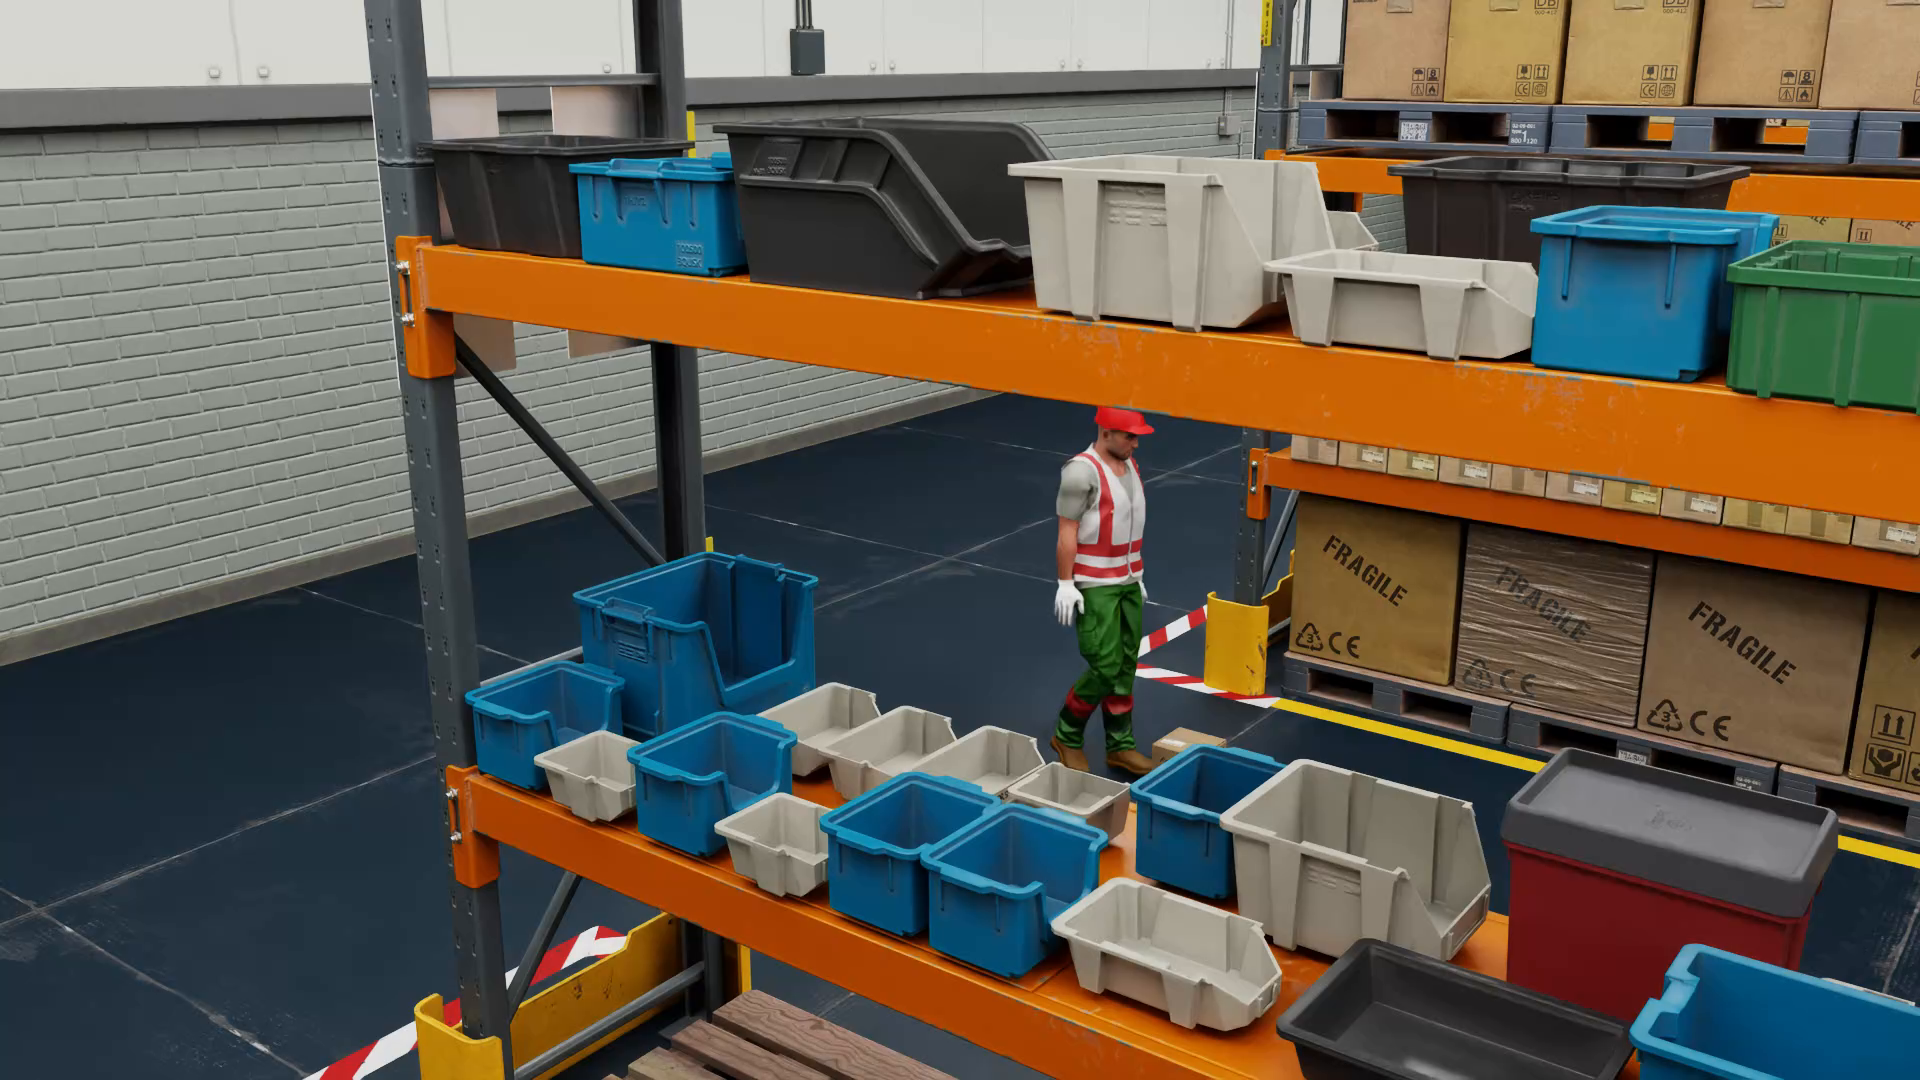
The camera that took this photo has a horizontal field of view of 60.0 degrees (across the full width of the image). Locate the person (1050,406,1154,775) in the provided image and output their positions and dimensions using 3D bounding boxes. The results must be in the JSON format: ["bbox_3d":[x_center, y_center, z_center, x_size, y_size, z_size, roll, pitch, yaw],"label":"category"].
[{"bbox_3d":[0.730,0.223,7.660,0.500,1.785,0.581,14,21,39],"label":"person"}]
